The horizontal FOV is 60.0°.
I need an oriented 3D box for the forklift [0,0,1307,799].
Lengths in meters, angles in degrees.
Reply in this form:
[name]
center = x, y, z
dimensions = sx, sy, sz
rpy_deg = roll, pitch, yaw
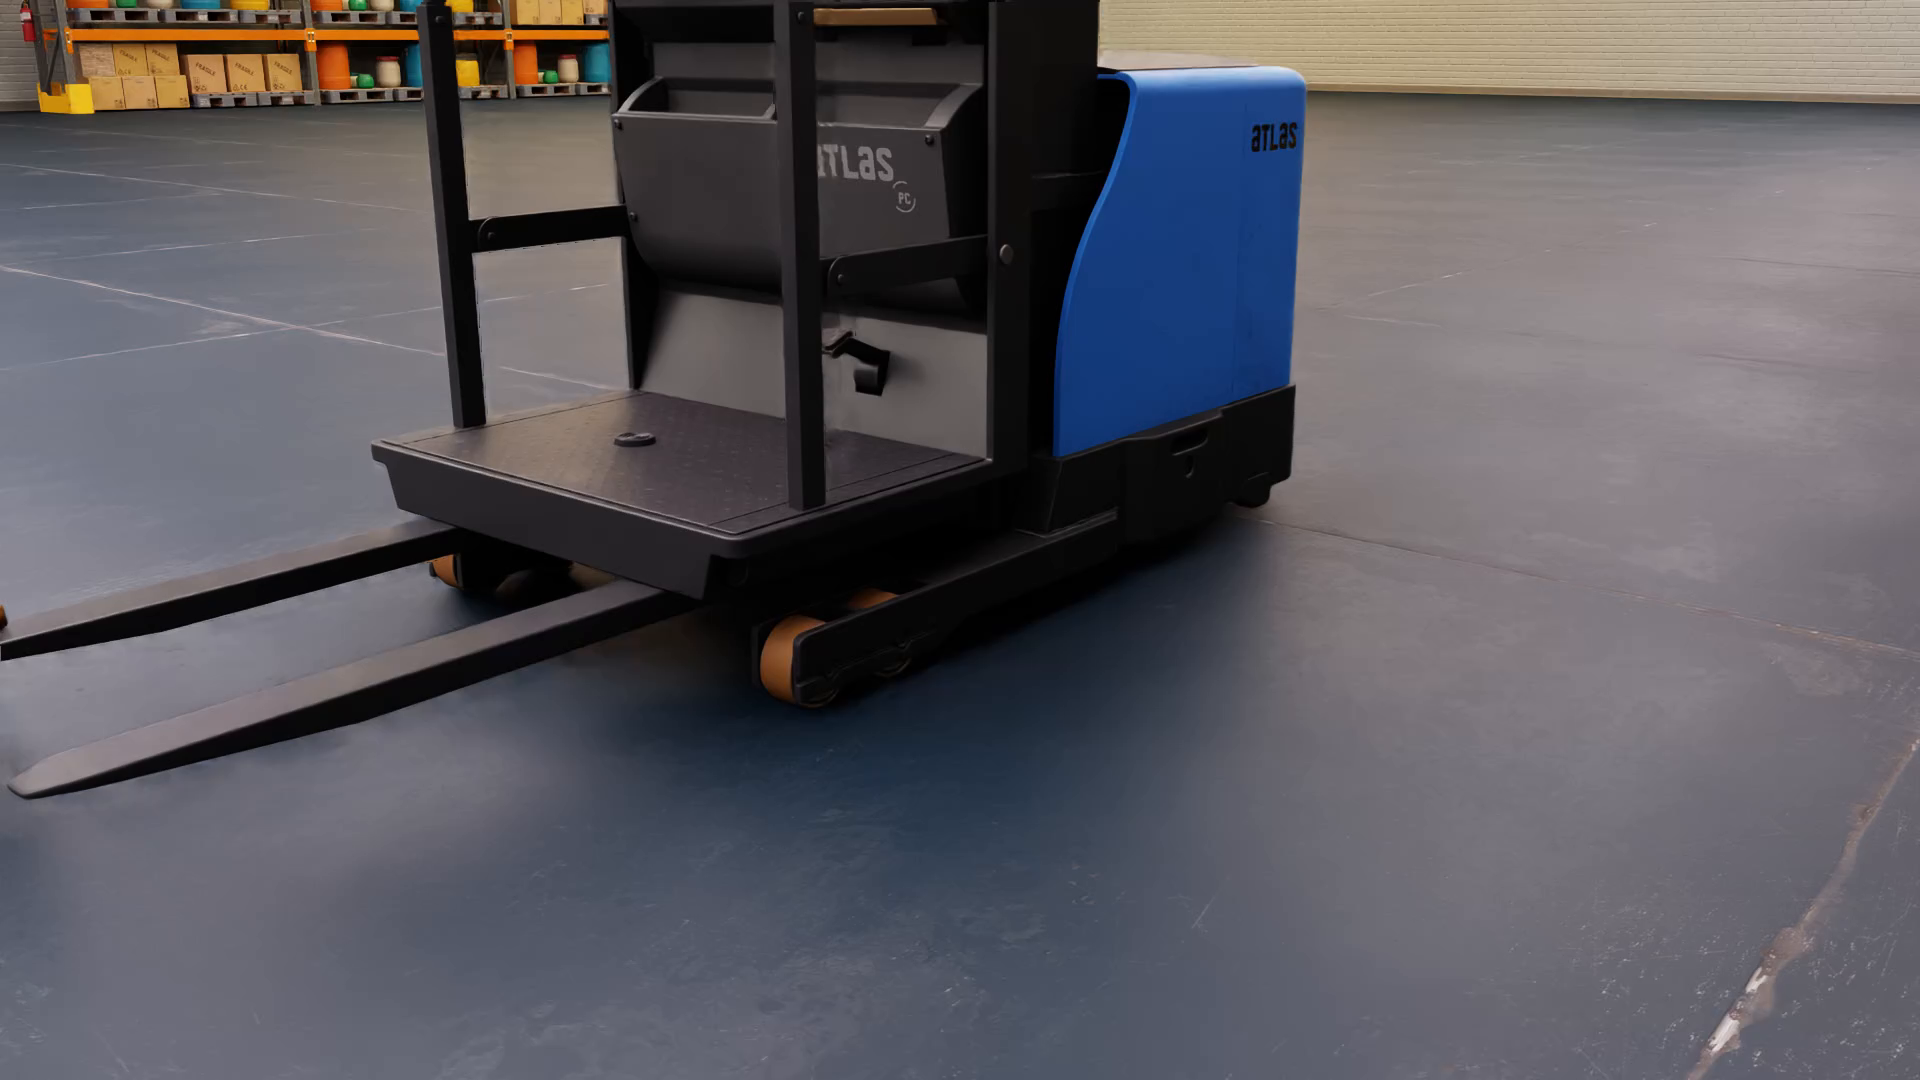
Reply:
[forklift]
center = -0.479, -1.266, 3.066
dimensions = 1.130, 2.935, 3.031
rpy_deg = 13, 21, 37

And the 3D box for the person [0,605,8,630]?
[person]
center = -1.822, -0.365, 2.209
dimensions = 0.719, 1.722, 0.720
rpy_deg = 1, 17, 4
